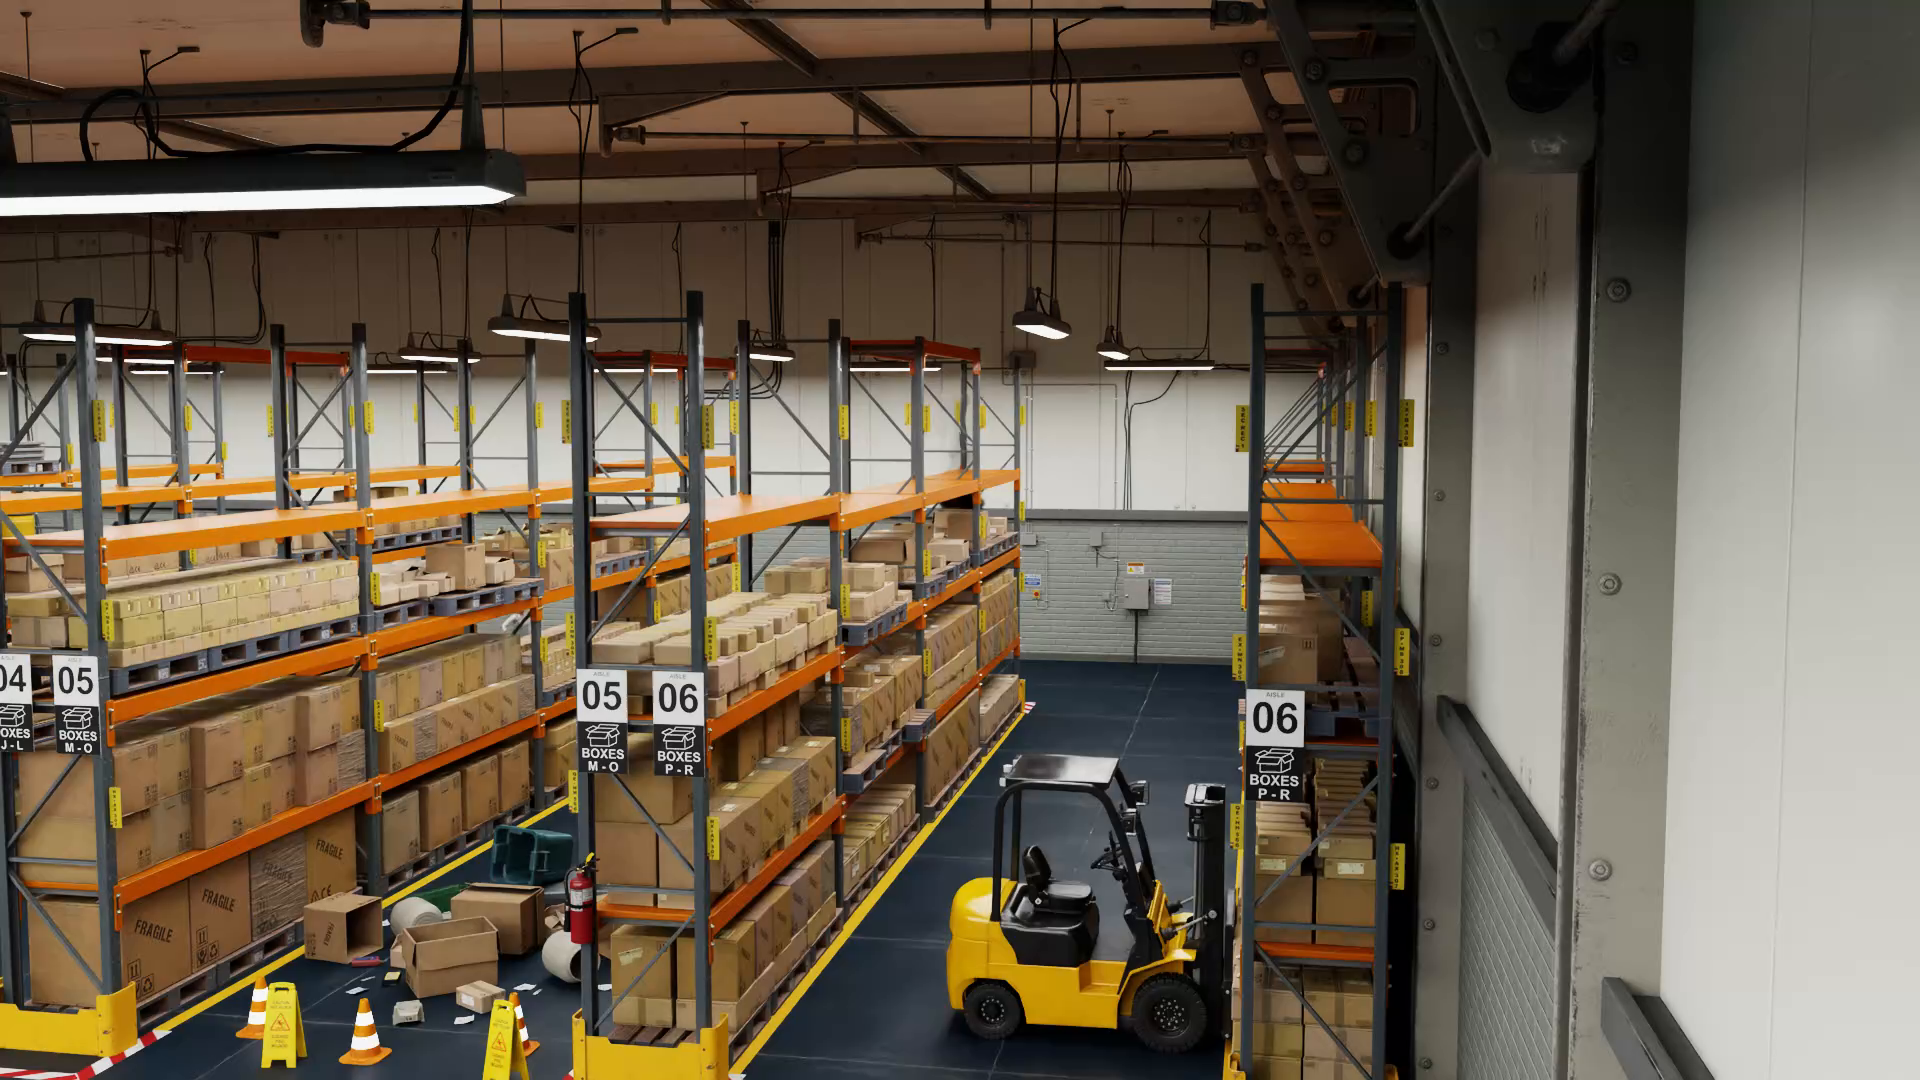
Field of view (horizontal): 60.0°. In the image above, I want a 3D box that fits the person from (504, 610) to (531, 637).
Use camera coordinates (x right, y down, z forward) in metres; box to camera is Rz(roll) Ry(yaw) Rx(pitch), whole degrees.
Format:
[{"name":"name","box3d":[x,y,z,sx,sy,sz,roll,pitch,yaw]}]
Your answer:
[{"name":"person","box3d":[-8.111,1.840,30.741,0.594,1.454,0.566,3,6,34]}]
